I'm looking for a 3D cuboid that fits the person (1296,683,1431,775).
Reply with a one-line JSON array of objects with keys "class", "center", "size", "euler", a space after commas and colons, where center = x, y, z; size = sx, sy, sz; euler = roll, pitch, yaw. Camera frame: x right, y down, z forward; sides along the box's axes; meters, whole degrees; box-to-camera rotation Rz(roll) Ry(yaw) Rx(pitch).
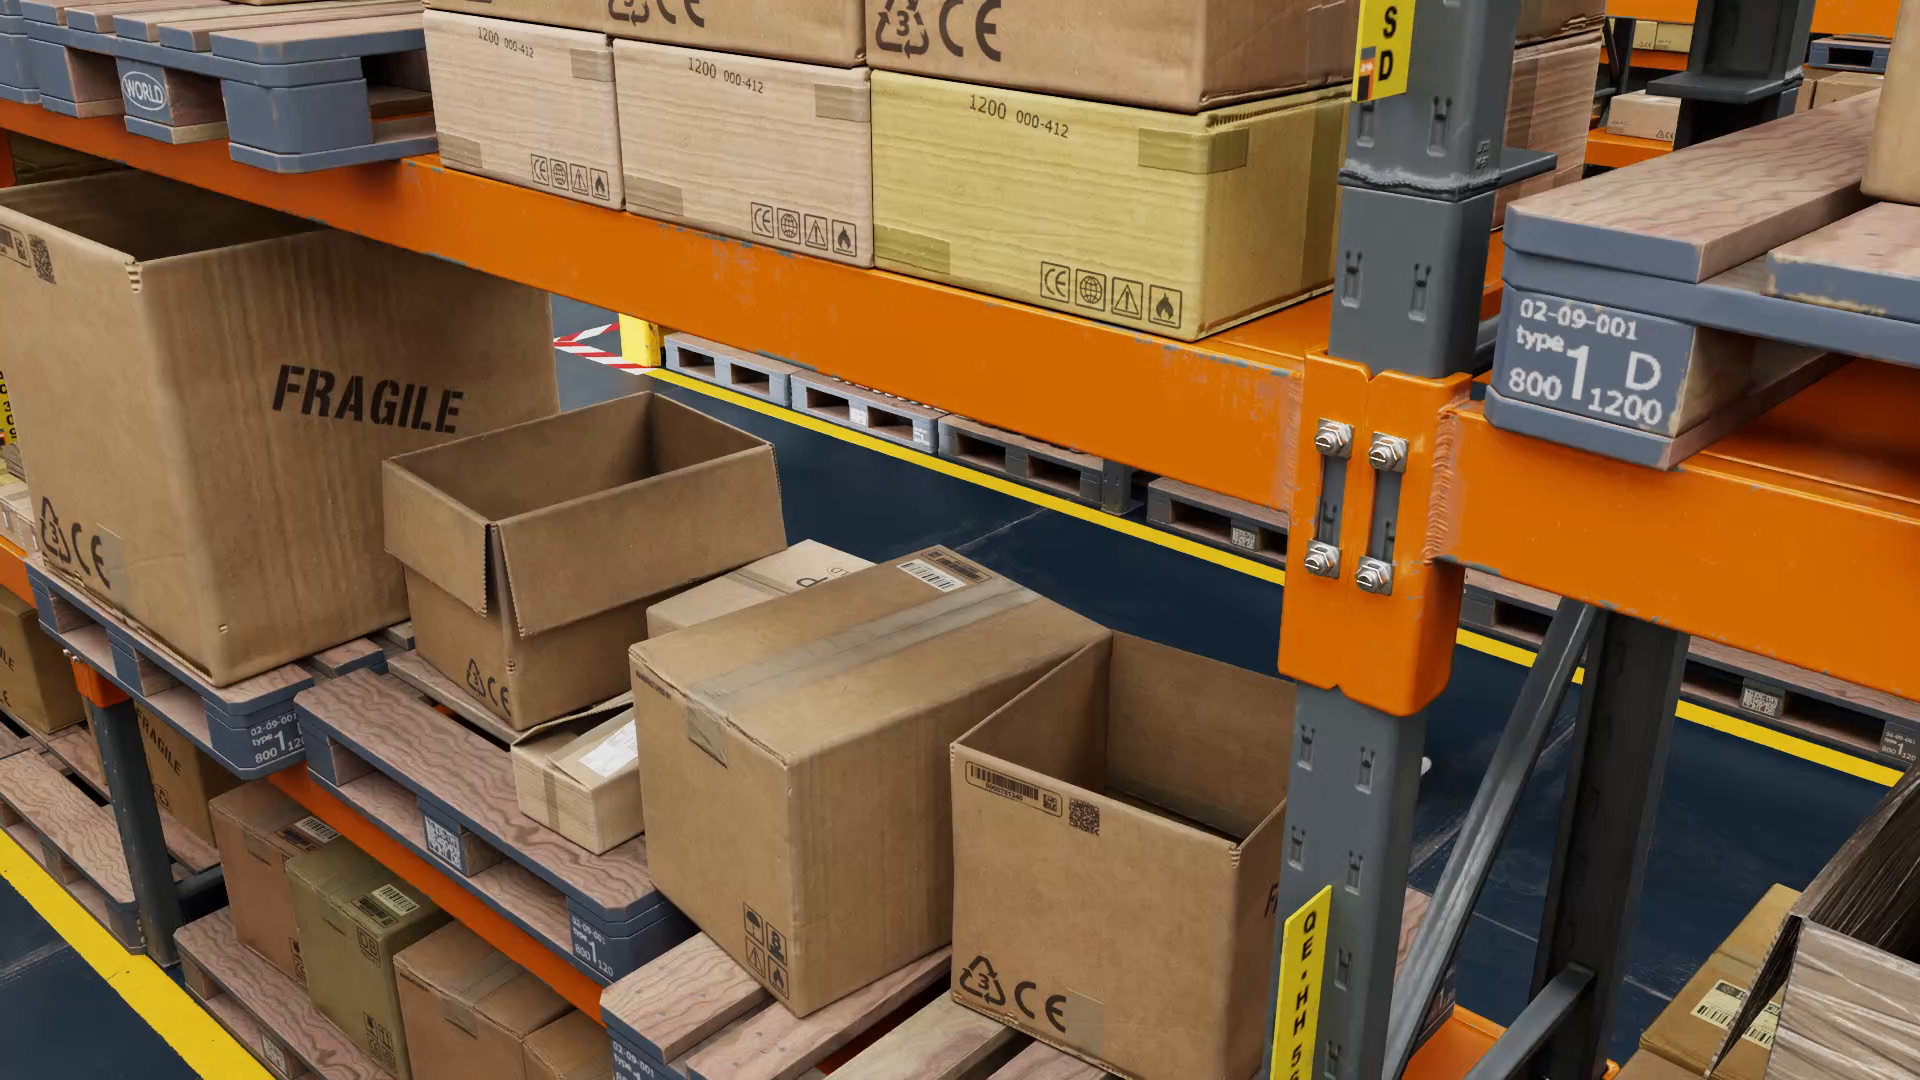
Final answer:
[{"class": "person", "center": [1.493, -0.016, 6.109], "size": [0.451, 1.790, 0.621], "euler": [-9, 25, -20]}]
